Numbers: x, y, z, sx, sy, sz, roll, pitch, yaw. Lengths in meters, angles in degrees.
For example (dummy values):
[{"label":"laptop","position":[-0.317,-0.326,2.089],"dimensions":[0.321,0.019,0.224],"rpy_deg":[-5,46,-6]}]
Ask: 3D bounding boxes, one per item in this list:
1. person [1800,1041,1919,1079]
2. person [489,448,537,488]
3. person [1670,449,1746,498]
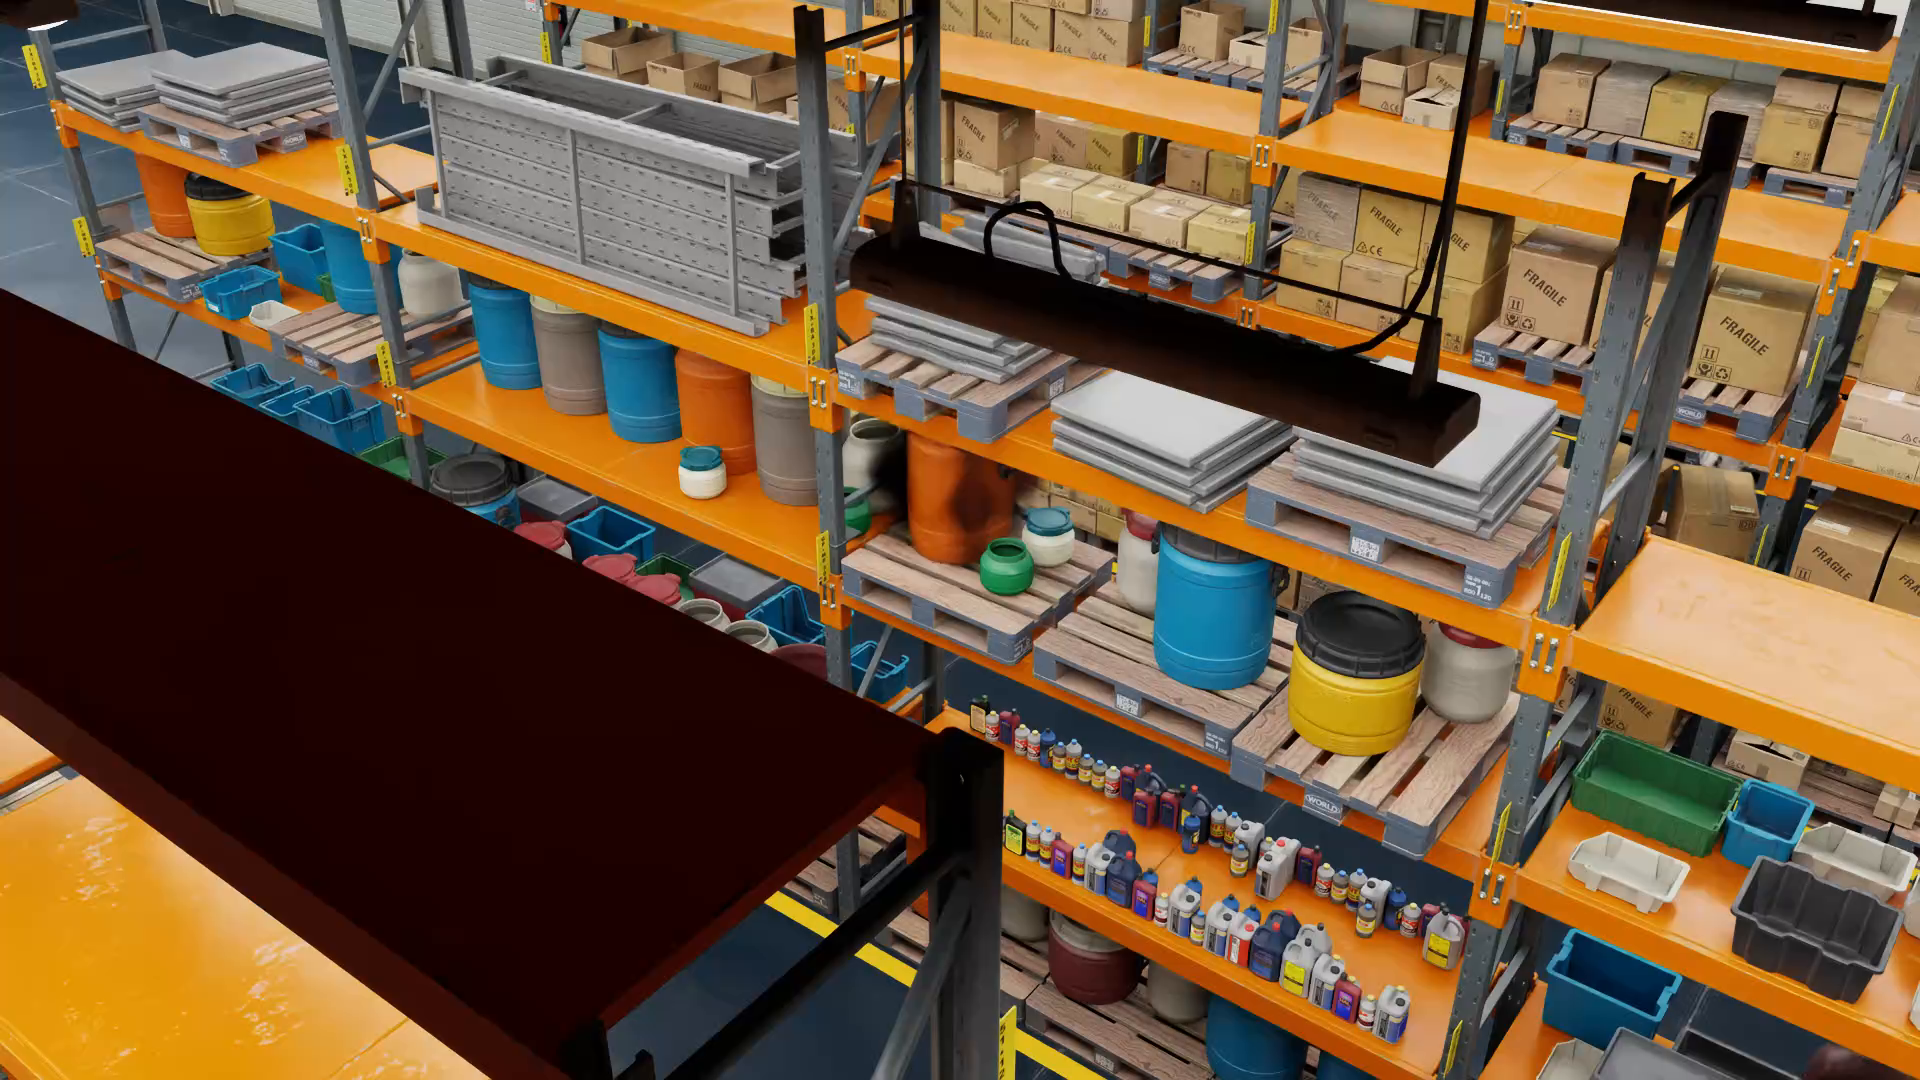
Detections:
[{"label":"person","position":[4.510,3.050,8.565],"dimensions":[0.674,1.787,0.445],"rpy_deg":[6,32,9]},{"label":"person","position":[-3.954,-0.734,14.885],"dimensions":[0.554,1.785,0.547],"rpy_deg":[0,31,-1]},{"label":"person","position":[6.447,-0.368,14.277],"dimensions":[0.878,1.809,0.780],"rpy_deg":[24,39,34]}]
